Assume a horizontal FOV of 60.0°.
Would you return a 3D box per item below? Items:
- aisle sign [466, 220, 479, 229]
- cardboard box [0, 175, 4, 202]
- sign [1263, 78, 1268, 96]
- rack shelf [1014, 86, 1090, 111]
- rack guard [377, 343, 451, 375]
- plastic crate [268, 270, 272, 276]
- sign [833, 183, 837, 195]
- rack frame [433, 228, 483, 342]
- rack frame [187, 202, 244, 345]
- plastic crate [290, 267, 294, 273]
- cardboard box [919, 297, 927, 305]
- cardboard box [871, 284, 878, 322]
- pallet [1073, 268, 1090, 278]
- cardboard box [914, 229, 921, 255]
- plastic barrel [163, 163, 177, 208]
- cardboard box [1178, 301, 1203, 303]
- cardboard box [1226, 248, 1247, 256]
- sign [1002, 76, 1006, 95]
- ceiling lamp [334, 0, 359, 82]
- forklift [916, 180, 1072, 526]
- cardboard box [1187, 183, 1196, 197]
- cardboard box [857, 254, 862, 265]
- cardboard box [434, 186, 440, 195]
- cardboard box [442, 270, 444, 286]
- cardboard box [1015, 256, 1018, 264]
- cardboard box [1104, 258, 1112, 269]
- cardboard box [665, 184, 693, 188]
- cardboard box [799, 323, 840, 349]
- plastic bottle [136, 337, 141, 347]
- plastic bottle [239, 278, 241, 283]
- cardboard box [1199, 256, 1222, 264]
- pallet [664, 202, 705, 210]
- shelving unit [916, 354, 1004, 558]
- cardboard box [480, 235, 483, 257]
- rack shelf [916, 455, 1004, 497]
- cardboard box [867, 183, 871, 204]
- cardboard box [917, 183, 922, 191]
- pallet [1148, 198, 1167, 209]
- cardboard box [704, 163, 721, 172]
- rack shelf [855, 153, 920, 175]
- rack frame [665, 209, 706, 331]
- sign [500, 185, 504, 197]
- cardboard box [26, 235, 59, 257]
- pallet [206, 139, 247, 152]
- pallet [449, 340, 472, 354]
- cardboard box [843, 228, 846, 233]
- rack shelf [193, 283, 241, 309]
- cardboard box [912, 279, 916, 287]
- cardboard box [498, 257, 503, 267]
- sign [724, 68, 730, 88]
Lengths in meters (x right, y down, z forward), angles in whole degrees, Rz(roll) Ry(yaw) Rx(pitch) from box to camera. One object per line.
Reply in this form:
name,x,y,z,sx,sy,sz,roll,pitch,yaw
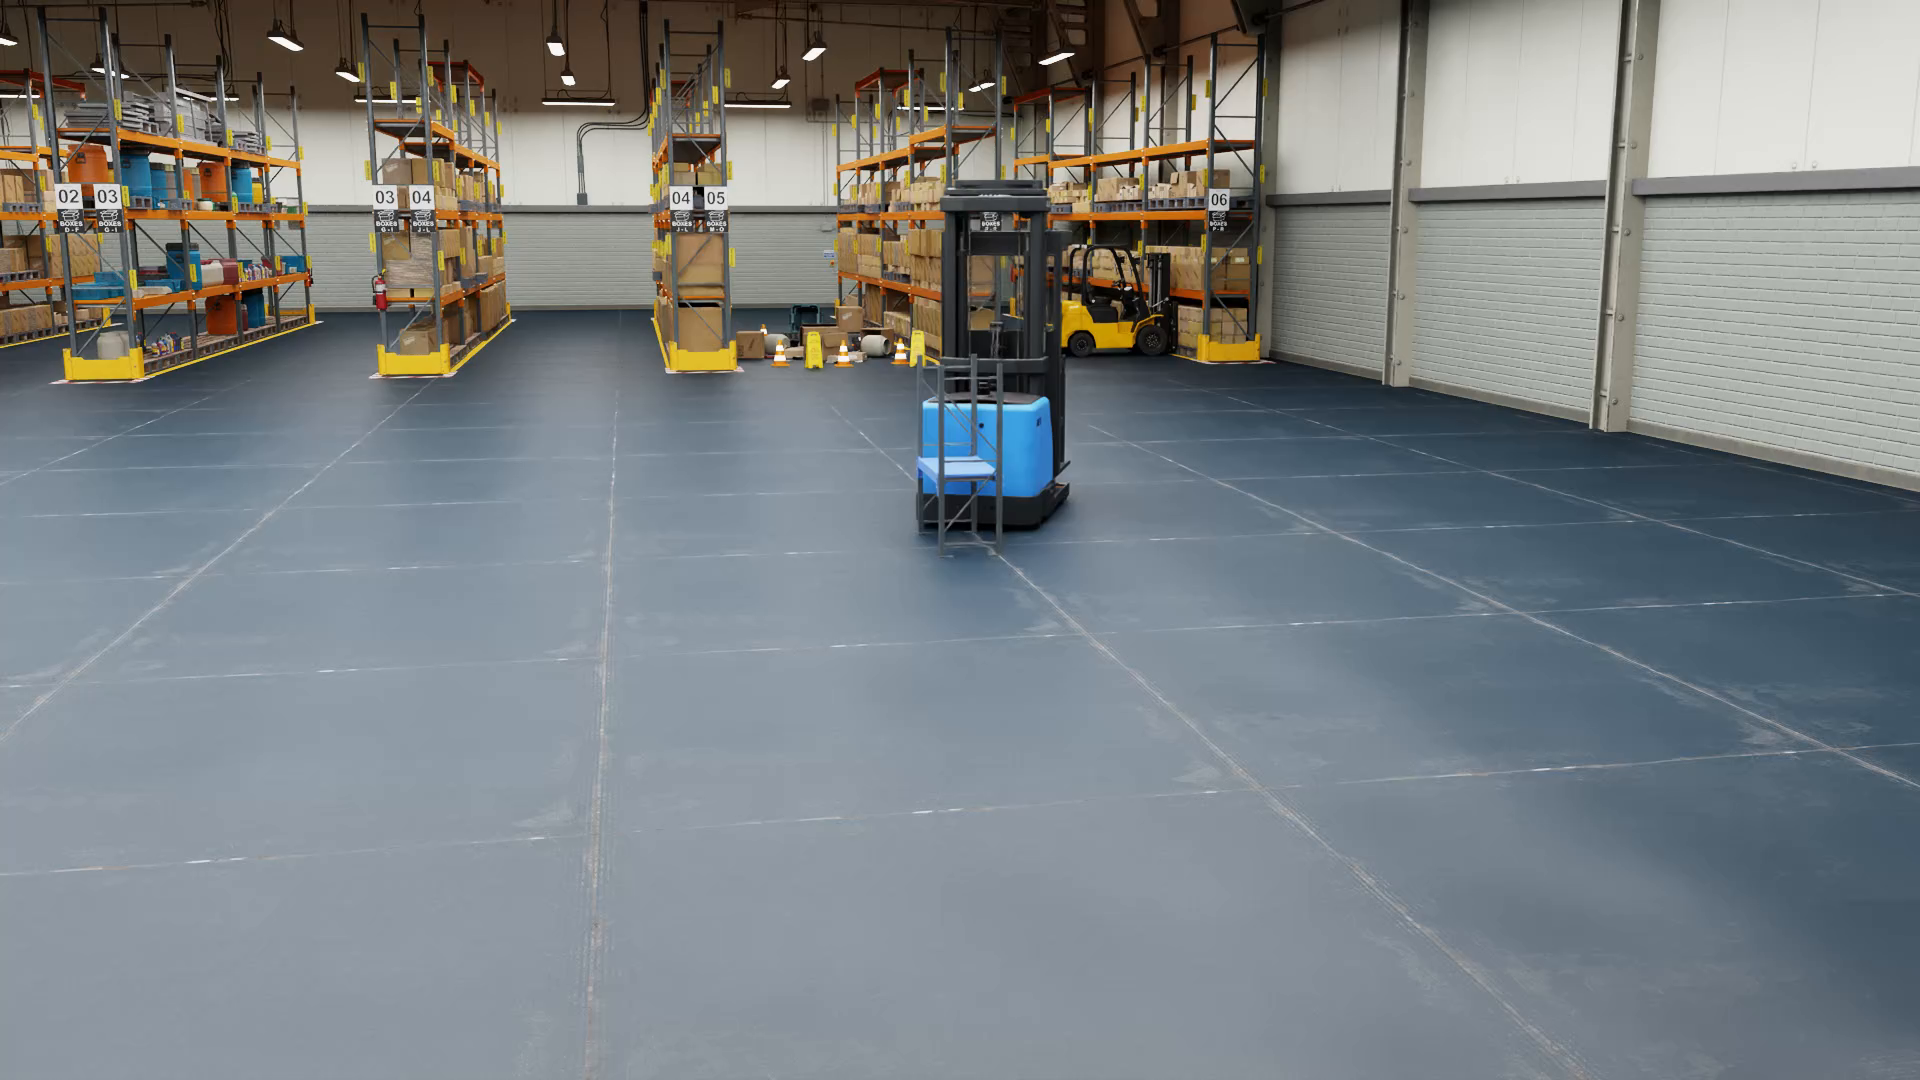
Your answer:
aisle sign,-12.894,-8.579,43.796,0.394,0.787,0.004,-2,11,-11
cardboard box,-21.238,-7.645,36.161,0.600,0.600,0.600,-3,11,-13
sign,5.661,-8.410,30.892,0.100,0.325,0.005,-2,11,-11
rack shelf,2.392,-11.701,44.141,1.077,0.370,4.000,-2,11,-11
rack guard,-9.488,-3.151,28.916,1.175,0.500,0.348,-2,11,-11
plastic crate,-16.616,-6.377,39.721,0.396,0.136,0.243,-2,11,-11
sign,-3.410,-9.583,45.451,0.100,0.325,0.005,-2,11,-11
rack frame,-11.030,-5.833,36.318,1.000,3.000,0.127,-2,11,-11
rack frame,-15.888,-5.653,35.372,1.000,3.000,0.127,-2,11,-11
plastic crate,-17.066,-6.823,42.067,0.396,0.136,0.243,-2,11,-11
cardboard box,-0.614,-4.765,33.197,0.380,0.149,0.250,-2,11,-9
cardboard box,-1.704,-5.813,40.774,0.875,0.875,0.875,-2,11,-9
pallet,3.359,-6.402,39.821,1.213,0.211,1.003,-2,11,-11
cardboard box,-0.509,-5.870,32.776,0.700,0.500,0.500,-2,11,-12
plastic barrel,-15.549,-6.844,32.269,0.600,0.901,0.600,0,11,0
cardboard box,4.736,-4.812,34.511,0.500,0.250,0.500,-2,11,-12
cardboard box,5.260,-5.490,31.722,0.380,0.149,0.250,-2,11,-12
sign,0.779,-8.190,29.951,0.100,0.325,0.005,-2,11,-11
ceiling lamp,-13.758,-12.149,37.850,0.800,3.185,2.000,-2,11,-11
forklift,0.422,-1.787,15.248,1.130,2.935,3.031,2,11,11
cardboard box,4.607,-6.757,32.123,0.396,0.266,0.258,-2,11,-11
cardboard box,-2.278,-7.008,41.556,0.500,0.250,0.500,-2,11,-13
cardboard box,-9.256,-6.071,28.884,0.380,0.149,0.250,-2,11,-10
cardboard box,-9.823,-4.843,30.056,0.875,0.500,0.500,-2,11,-11
cardboard box,1.827,-7.821,46.370,0.500,0.250,0.500,-2,11,-11
cardboard box,3.586,-6.267,37.666,0.500,0.250,0.500,-2,11,-12
cardboard box,-5.151,-6.592,30.501,0.500,0.250,0.500,-2,11,-11
cardboard box,-2.768,-3.967,32.832,0.797,0.637,0.503,-2,11,-11
plastic bottle,-15.213,-3.609,30.758,0.097,0.271,0.097,0,11,0
plastic bottle,-15.670,-5.686,36.080,0.097,0.201,0.097,0,11,0
cardboard box,4.773,-5.328,31.665,0.380,0.149,0.250,-2,11,-10
pallet,-5.593,-6.807,33.926,0.805,0.209,1.217,-3,11,-13
shelving unit,-0.013,-0.699,13.360,0.538,1.500,1.048,-2,11,-10
cardboard box,-11.553,-6.865,38.792,0.797,0.503,0.637,-2,11,-10
rack shelf,-0.013,-0.523,13.393,0.538,0.185,1.000,-2,11,-10
cardboard box,-1.936,-8.235,39.526,0.500,0.500,0.500,-2,11,-10
cardboard box,-0.643,-6.987,32.900,0.380,0.149,0.250,-2,11,-11
pallet,4.529,-6.915,34.220,1.003,0.211,1.213,-2,11,-11
cardboard box,-4.341,-6.597,29.462,0.380,0.149,0.250,-2,11,-10
rack shelf,-1.698,-8.957,39.683,1.077,0.370,4.000,-2,11,-11
rack frame,-5.367,-5.261,33.314,1.000,3.000,0.127,-2,11,-11
sign,-12.051,-9.187,43.762,0.100,0.325,0.005,-2,11,-11
cardboard box,-21.341,-6.844,38.689,0.500,0.500,0.500,-2,11,-10
pallet,-15.998,-8.444,35.567,1.213,0.211,1.003,-2,11,-11
pallet,-10.405,-3.872,33.475,1.003,0.211,1.213,-2,11,-11
cardboard box,-2.940,-8.299,44.601,0.380,0.149,0.250,-2,11,-13
rack shelf,-15.499,-4.932,33.512,1.077,0.370,4.000,-2,11,-11
cardboard box,-0.784,-5.267,34.016,0.380,0.149,0.250,-2,11,-11
cardboard box,-12.133,-7.200,43.108,0.500,0.250,0.500,-2,11,-12
sign,-4.043,-8.030,28.897,0.100,0.325,0.005,-2,11,-11
